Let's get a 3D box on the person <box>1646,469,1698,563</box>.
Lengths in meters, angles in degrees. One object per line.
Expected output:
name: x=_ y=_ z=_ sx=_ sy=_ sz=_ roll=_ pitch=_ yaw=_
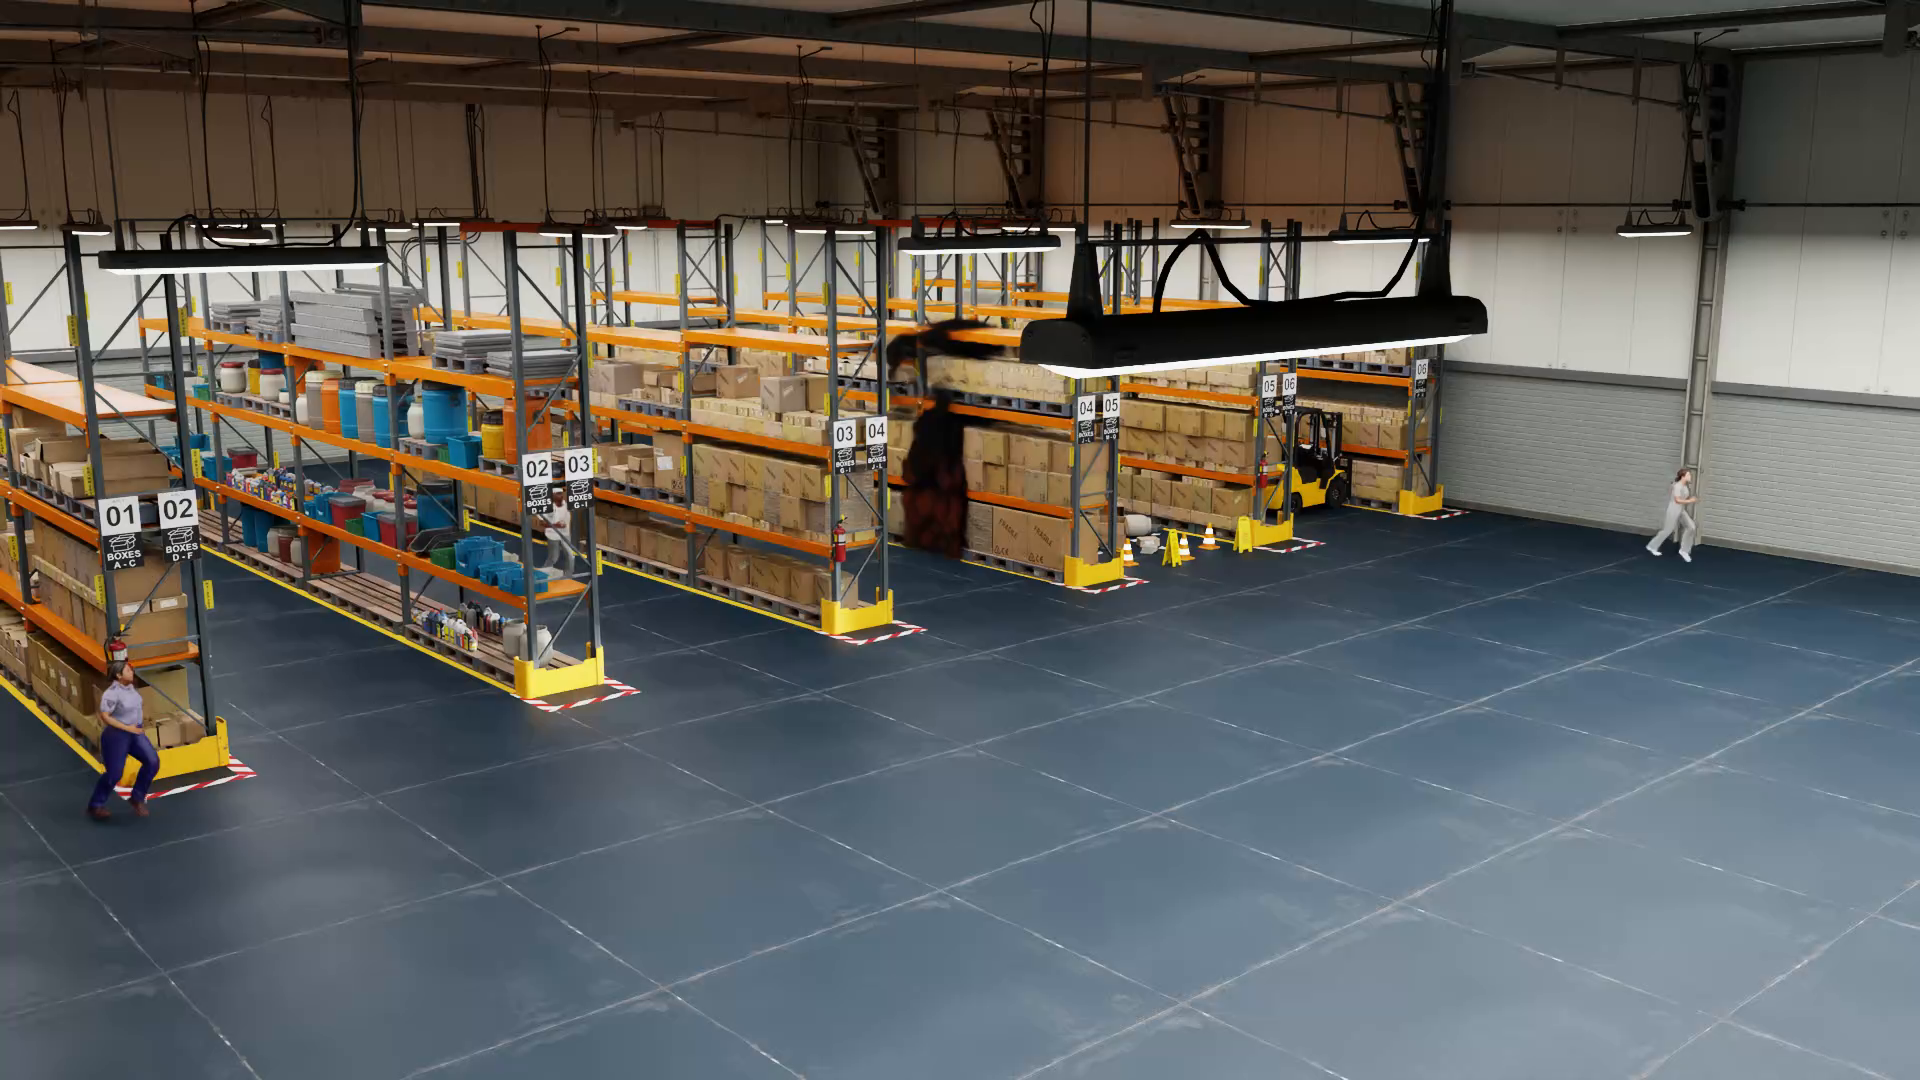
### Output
person: x=12.855 y=-0.460 z=29.981 sx=0.839 sy=1.696 sz=0.586 roll=9 pitch=14 yaw=37

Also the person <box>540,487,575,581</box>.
person: x=-6.683 y=-0.021 z=27.530 sx=0.788 sy=1.813 sz=0.676 roll=9 pitch=15 yaw=38

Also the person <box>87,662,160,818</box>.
person: x=-8.791 y=2.101 z=17.491 sx=0.669 sy=1.647 sz=0.692 roll=1 pitch=11 yaw=6
